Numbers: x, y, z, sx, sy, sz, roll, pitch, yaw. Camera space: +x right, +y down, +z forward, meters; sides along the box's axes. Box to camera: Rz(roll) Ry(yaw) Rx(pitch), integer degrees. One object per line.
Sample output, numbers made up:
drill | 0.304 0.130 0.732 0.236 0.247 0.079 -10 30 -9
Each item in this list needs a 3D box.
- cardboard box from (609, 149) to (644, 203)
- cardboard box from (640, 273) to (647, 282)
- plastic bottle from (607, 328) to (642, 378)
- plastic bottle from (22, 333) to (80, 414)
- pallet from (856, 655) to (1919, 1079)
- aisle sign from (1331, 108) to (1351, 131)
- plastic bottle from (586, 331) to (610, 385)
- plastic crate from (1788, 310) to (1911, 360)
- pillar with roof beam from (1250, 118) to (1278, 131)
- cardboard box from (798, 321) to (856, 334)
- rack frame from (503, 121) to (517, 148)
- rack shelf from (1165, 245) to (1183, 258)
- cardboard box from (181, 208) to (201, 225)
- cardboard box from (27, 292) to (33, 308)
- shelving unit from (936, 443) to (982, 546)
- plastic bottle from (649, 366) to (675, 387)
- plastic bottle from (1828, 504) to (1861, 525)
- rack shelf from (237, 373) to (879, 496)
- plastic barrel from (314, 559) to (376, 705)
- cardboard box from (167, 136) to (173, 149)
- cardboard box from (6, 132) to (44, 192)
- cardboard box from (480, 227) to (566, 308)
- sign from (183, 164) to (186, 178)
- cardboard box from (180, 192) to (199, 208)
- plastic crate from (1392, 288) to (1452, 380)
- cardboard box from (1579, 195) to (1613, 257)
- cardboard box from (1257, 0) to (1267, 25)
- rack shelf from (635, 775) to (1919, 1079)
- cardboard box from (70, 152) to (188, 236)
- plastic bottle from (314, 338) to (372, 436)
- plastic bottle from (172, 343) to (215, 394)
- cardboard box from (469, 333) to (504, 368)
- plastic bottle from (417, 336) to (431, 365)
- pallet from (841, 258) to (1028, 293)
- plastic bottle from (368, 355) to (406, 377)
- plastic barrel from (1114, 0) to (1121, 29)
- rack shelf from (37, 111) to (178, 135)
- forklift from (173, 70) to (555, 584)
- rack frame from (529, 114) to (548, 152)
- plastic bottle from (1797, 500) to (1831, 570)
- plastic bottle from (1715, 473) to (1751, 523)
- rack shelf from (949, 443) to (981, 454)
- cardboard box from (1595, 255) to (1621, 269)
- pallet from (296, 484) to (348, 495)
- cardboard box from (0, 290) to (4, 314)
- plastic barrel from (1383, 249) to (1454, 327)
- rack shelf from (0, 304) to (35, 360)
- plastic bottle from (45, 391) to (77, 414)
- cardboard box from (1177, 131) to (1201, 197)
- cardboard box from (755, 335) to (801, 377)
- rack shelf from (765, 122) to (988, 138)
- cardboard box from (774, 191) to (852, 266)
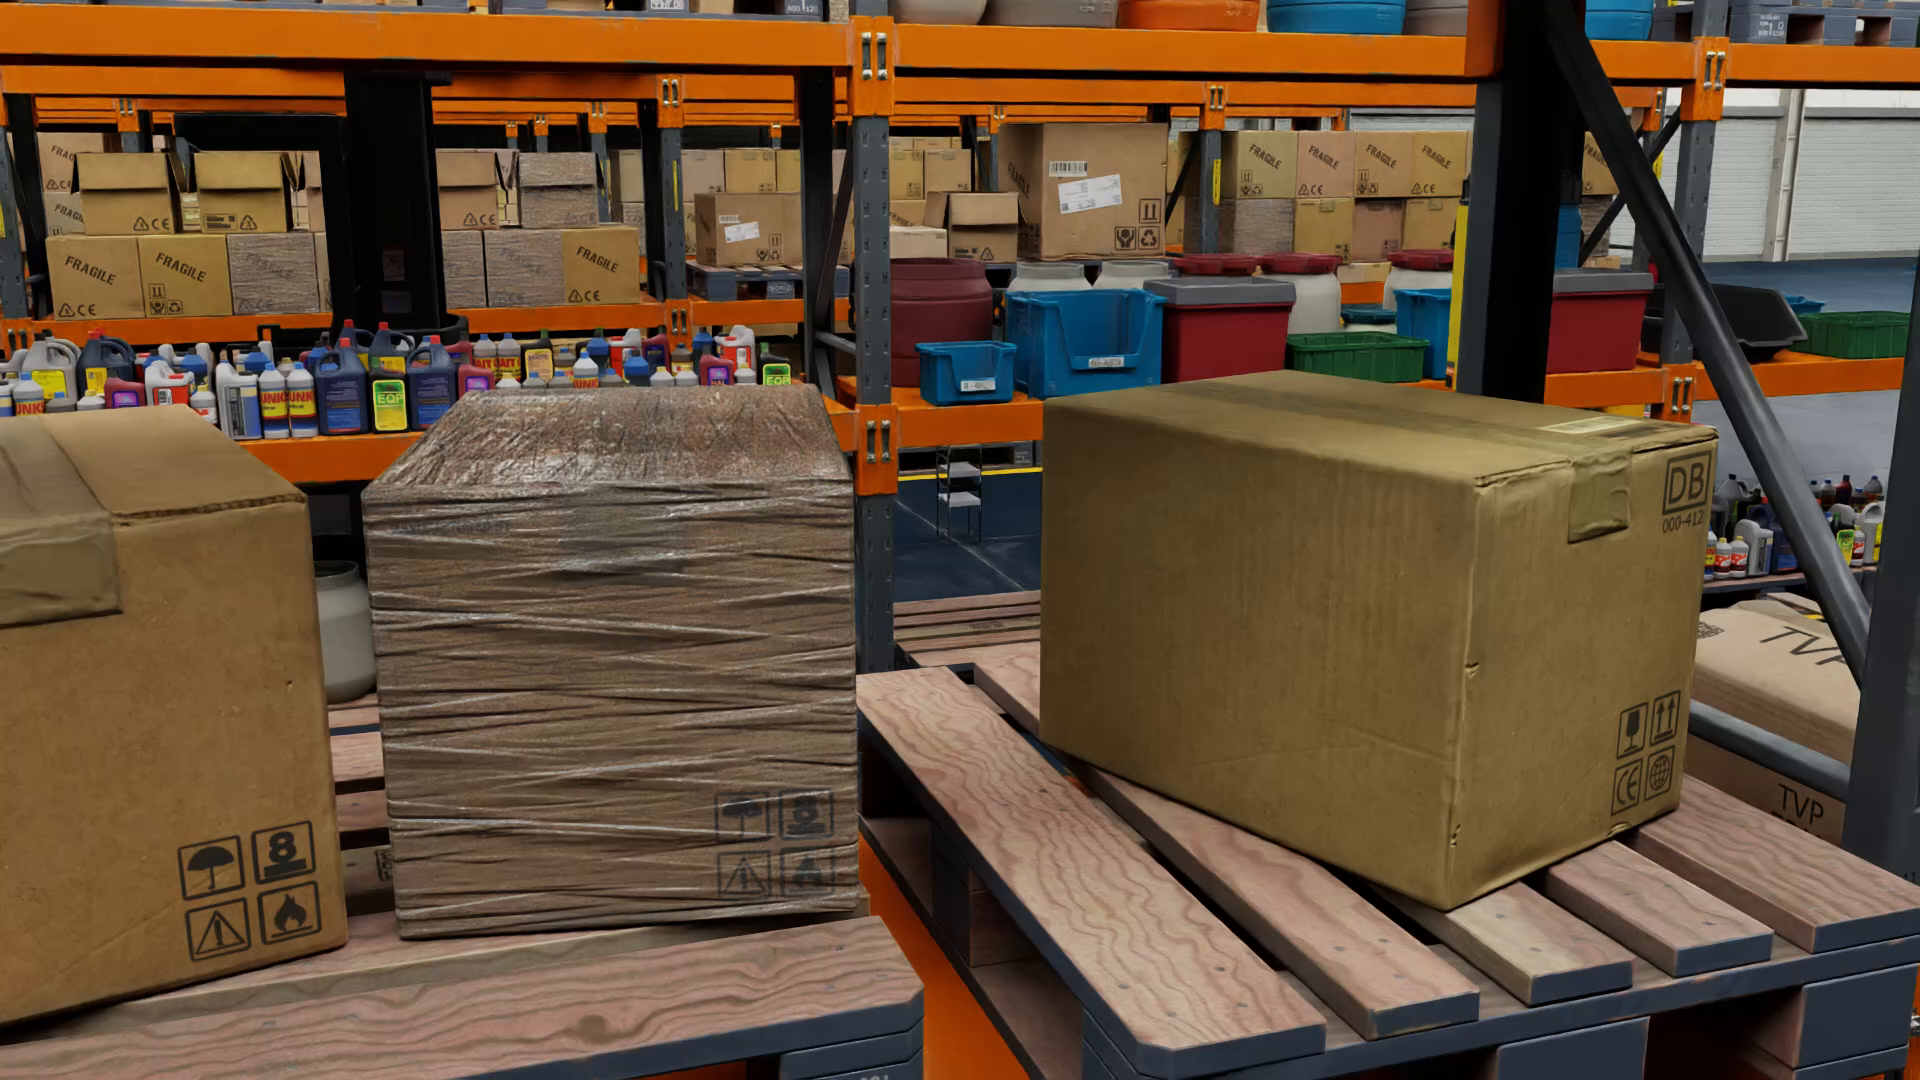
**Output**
cardboard box | -3.131 -3.575 16.315 0.500 0.500 0.700 -5 14 -18
cardboard box | -4.970 -4.368 26.247 0.625 0.625 0.875 -5 14 -20
plastic bottle | -1.446 -0.772 7.175 0.135 0.276 0.152 -4 14 -18
plastic bottle | -3.472 -0.616 6.359 0.185 0.351 0.144 -4 14 -18
pallet | 0.462 0.418 2.319 1.003 0.211 1.213 -4 14 -18
aisle sign | 4.185 -4.804 18.239 0.004 0.787 0.394 -4 14 -18
plastic bottle | -1.545 -0.754 7.109 0.097 0.271 0.097 0 13 0
plastic crate | 4.674 -1.058 8.567 0.662 0.188 0.450 -4 14 -18
pillar with roof beam | 6.874 -8.330 25.716 0.400 9.000 9.100 -4 14 -18
cardboard box | -1.244 -2.278 17.194 0.750 0.750 1.050 -4 14 -18
rack frame | -6.821 -5.176 25.420 0.127 3.000 1.000 -4 14 -18
rack shelf | 2.127 -3.102 18.257 4.000 0.370 1.077 -4 14 -18
cardboard box | -6.831 -2.869 14.715 0.250 0.149 0.380 -4 14 -17
cardboard box | -10.503 -2.661 19.477 0.875 0.438 0.875 -5 14 -20
shelving unit | -0.008 -0.437 10.036 0.210 0.900 0.258 -4 14 -18
plastic bottle | -1.167 -0.579 6.524 0.097 0.201 0.097 0 13 0
plastic bottle | 4.705 -0.056 8.833 0.135 0.276 0.152 -4 14 -18
rack shelf | -2.389 -0.330 6.603 4.000 0.370 1.077 -4 14 -18
plastic barrel | -2.529 0.363 6.604 0.421 0.512 0.421 0 13 0
cardboard box | -9.407 -4.677 19.543 0.250 0.149 0.380 -5 14 -19
cardboard box | -8.198 -3.261 14.349 0.500 0.500 0.500 -5 14 -20
cardboard box | -2.937 -1.836 11.165 0.500 0.500 0.500 -5 14 -19
sign | -8.847 -4.130 18.983 0.005 0.325 0.100 -4 14 -18
cardboard box | -6.831 -3.014 14.681 0.250 0.149 0.380 -4 14 -15
plastic crate | 2.351 -0.966 7.754 0.575 0.384 0.392 -4 14 -18
cardboard box | 4.979 -2.663 13.998 0.500 0.500 0.875 -4 14 -18
cardboard box | 2.063 -4.194 12.872 0.500 0.500 0.500 -5 14 -20
rack shelf | -0.813 0.757 2.035 4.000 0.370 1.077 -4 14 -18
cardboard box | -5.262 -2.204 10.544 0.637 0.503 0.797 -5 14 -20
plastic bottle | -2.290 -0.570 6.163 0.185 0.351 0.144 -4 14 -18
plastic bottle | -3.063 -0.646 6.646 0.135 0.276 0.152 -4 14 -18
cardboard box | -3.581 -0.974 11.440 0.875 0.875 1.225 -4 14 -18
plastic bottle | -2.220 -0.716 6.950 0.097 0.271 0.097 0 13 0
pallet | -0.210 -1.976 12.381 1.213 0.211 1.003 -4 14 -18
plastic bottle | -2.145 -0.553 6.238 0.133 0.283 0.061 -4 14 -18
plastic barrel | 0.637 -2.365 7.419 0.301 0.262 0.301 0 13 0
rack shelf | -10.921 -4.754 18.719 4.000 0.370 1.077 -4 14 -18
forklift | -3.524 -1.224 8.953 3.031 2.935 1.130 -3 14 -14
rack frame | -5.234 -4.087 20.845 0.127 3.000 1.000 -4 14 -18
plastic bottle | 4.374 -0.031 8.564 0.185 0.351 0.144 -5 14 -20
plastic bottle | 4.304 -0.197 9.263 0.185 0.351 0.144 -5 14 -18
rack shelf | -0.008 -0.580 10.002 0.200 0.077 0.258 -4 14 -18
cardboard box | 5.304 -2.316 13.940 0.250 0.149 0.380 -4 14 -18
pallet | -3.999 -0.427 11.480 1.213 0.211 1.003 -4 14 -18
cardboard box | -6.251 -1.548 10.710 0.250 0.149 0.380 -4 14 -18
plastic barrel | 2.321 -1.167 8.271 0.433 0.535 0.433 0 13 0
rack shelf | -7.760 -1.121 9.929 4.000 0.370 1.077 -4 14 -18
plastic bottle | -3.167 -0.423 5.869 0.097 0.201 0.097 0 13 0
cardboard box | 2.056 -2.983 13.180 0.500 0.500 0.500 -4 14 -18
cardboard box | -1.448 -1.333 12.094 0.500 0.250 0.500 -4 14 -16
rack shelf | -1.134 -6.728 27.018 4.000 0.370 1.077 -4 14 -18
cardboard box | -1.077 -2.279 12.117 0.500 0.500 0.700 -2 14 -10
